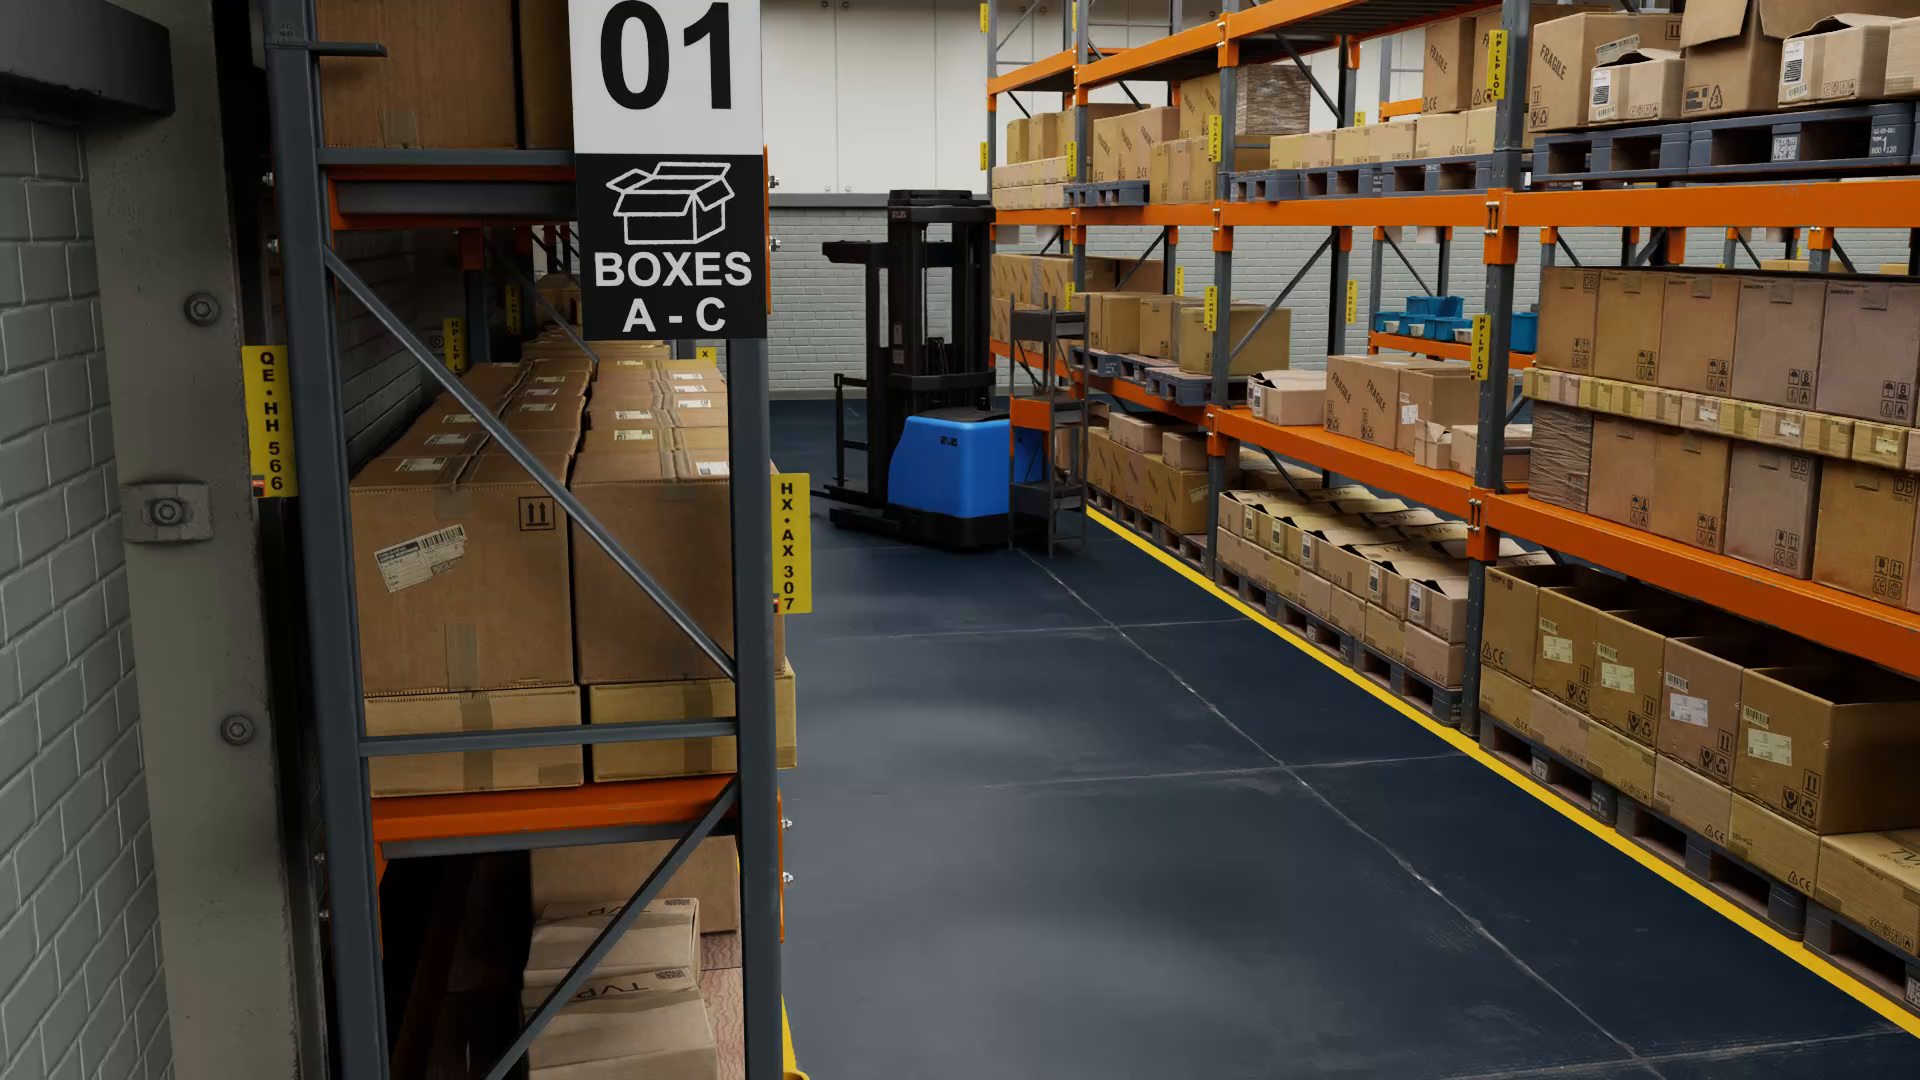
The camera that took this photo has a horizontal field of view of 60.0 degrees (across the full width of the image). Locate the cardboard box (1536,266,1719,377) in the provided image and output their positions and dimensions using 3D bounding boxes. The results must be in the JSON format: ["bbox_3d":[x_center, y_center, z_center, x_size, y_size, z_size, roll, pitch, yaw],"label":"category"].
[{"bbox_3d":[3.248,-1.065,8.035,0.700,0.500,0.500,-2,11,-11],"label":"cardboard box"}]

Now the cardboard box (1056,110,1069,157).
[{"bbox_3d":[1.406,-4.217,17.368,0.700,0.500,0.500,-2,11,-11],"label":"cardboard box"}]

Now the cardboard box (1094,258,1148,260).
[{"bbox_3d":[1.683,-2.659,17.203,0.500,0.500,0.500,-2,11,-13],"label":"cardboard box"}]

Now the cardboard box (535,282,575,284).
[{"bbox_3d":[-3.017,-1.849,12.769,0.500,0.250,0.500,-2,11,-12],"label":"cardboard box"}]

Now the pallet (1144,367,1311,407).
[{"bbox_3d":[2.177,-1.221,13.104,1.213,0.211,1.003,-2,11,-11],"label":"pallet"}]

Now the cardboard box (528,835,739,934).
[{"bbox_3d":[-1.175,1.095,5.930,0.700,0.500,0.500,-3,11,-15],"label":"cardboard box"}]

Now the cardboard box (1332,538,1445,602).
[{"bbox_3d":[2.594,0.158,10.074,0.500,0.311,0.500,-2,11,-11],"label":"cardboard box"}]

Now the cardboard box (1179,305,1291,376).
[{"bbox_3d":[2.145,-1.561,12.983,0.700,0.500,0.500,-6,12,-30],"label":"cardboard box"}]

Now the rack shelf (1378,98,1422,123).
[{"bbox_3d":[6.070,-4.871,18.714,1.077,0.370,4.000,-2,11,-11],"label":"rack shelf"}]

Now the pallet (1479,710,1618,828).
[{"bbox_3d":[3.269,1.057,8.078,1.003,0.211,1.213,-2,11,-11],"label":"pallet"}]

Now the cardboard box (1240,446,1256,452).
[{"bbox_3d":[2.263,-0.559,14.622,0.500,0.500,0.500,-3,11,-13],"label":"cardboard box"}]

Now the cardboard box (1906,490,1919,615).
[{"bbox_3d":[3.749,0.042,5.685,0.700,0.500,0.500,-2,11,-10],"label":"cardboard box"}]

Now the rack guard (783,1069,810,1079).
[{"bbox_3d":[-0.939,1.668,4.094,1.175,0.500,0.348,-2,11,-11],"label":"rack guard"}]

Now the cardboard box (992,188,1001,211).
[{"bbox_3d":[0.672,-3.957,19.345,0.500,0.250,0.500,-2,11,-11],"label":"cardboard box"}]

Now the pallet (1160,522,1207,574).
[{"bbox_3d":[2.270,0.038,13.434,1.003,0.211,1.213,-2,11,-11],"label":"pallet"}]

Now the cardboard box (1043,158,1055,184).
[{"bbox_3d":[1.145,-3.744,16.887,0.500,0.250,0.500,-2,11,-11],"label":"cardboard box"}]

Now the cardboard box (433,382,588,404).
[{"bbox_3d":[-1.628,-0.303,6.110,0.500,0.500,0.500,-2,11,-9],"label":"cardboard box"}]

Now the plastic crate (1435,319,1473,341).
[{"bbox_3d":[5.721,-2.434,19.249,0.416,0.233,0.300,-2,11,-11],"label":"plastic crate"}]

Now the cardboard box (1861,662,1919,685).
[{"bbox_3d":[3.839,0.760,6.405,0.500,0.500,0.500,-2,11,-11],"label":"cardboard box"}]

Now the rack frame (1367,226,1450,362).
[{"bbox_3d":[5.681,-2.840,21.098,1.000,3.000,0.127,-2,11,-11],"label":"rack frame"}]

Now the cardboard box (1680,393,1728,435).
[{"bbox_3d":[3.273,-0.535,6.985,0.380,0.149,0.250,-2,11,-13],"label":"cardboard box"}]

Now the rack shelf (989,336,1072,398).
[{"bbox_3d":[1.211,-1.941,18.295,1.077,0.370,4.000,-2,11,-11],"label":"rack shelf"}]

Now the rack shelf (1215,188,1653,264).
[{"bbox_3d":[2.767,-1.947,10.306,1.077,0.370,4.000,-2,11,-11],"label":"rack shelf"}]

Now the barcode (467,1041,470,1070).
[{"bbox_3d":[-1.367,1.436,4.622,0.001,0.075,0.075,-2,11,-11],"label":"barcode"}]

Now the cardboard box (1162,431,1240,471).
[{"bbox_3d":[1.951,-0.723,13.478,0.500,0.250,0.500,-2,11,-9],"label":"cardboard box"}]

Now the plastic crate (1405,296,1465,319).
[{"bbox_3d":[5.930,-2.833,20.802,0.616,0.435,0.499,-2,11,-11],"label":"plastic crate"}]

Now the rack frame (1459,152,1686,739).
[{"bbox_3d":[3.156,-0.460,8.592,1.000,3.000,0.127,-2,11,-11],"label":"rack frame"}]

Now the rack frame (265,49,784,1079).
[{"bbox_3d":[-0.925,0.454,3.787,1.000,3.000,0.127,-2,11,-11],"label":"rack frame"}]

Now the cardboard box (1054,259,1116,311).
[{"bbox_3d":[1.248,-2.551,16.636,0.500,0.500,0.500,-2,11,-11],"label":"cardboard box"}]

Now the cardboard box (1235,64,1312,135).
[{"bbox_3d":[2.299,-3.288,12.484,0.500,0.500,0.500,-2,11,-11],"label":"cardboard box"}]

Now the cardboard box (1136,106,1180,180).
[{"bbox_3d":[1.888,-3.366,14.178,0.600,0.600,0.600,-3,11,-13],"label":"cardboard box"}]

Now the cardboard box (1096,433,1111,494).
[{"bbox_3d":[1.570,-0.721,15.469,0.500,0.500,0.500,-2,11,-10],"label":"cardboard box"}]

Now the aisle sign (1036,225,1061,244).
[{"bbox_3d":[1.109,-3.962,20.036,0.394,0.787,0.004,-2,11,-11],"label":"aisle sign"}]

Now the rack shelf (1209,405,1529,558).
[{"bbox_3d":[2.767,-0.474,10.586,1.077,0.370,4.000,-2,11,-11],"label":"rack shelf"}]

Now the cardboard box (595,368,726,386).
[{"bbox_3d":[-1.205,-0.417,6.707,0.500,0.500,0.500,-2,11,-11],"label":"cardboard box"}]

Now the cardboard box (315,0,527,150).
[{"bbox_3d":[-1.254,-1.146,3.849,0.500,0.500,0.500,-1,11,-7],"label":"cardboard box"}]

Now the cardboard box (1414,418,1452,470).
[{"bbox_3d":[2.805,-0.549,9.416,0.396,0.266,0.258,-2,11,-12],"label":"cardboard box"}]

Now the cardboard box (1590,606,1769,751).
[{"bbox_3d":[3.134,0.596,7.269,0.500,0.500,0.500,-2,11,-11],"label":"cardboard box"}]

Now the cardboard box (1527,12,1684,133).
[{"bbox_3d":[2.995,-2.156,7.714,0.500,0.500,0.500,-1,11,-6],"label":"cardboard box"}]

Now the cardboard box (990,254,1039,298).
[{"bbox_3d":[0.650,-3.110,19.574,0.500,0.500,0.500,-2,11,-9],"label":"cardboard box"}]

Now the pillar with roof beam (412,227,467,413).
[{"bbox_3d":[1.147,-3.847,10.340,9.100,9.000,0.400,-2,11,-11],"label":"pillar with roof beam"}]

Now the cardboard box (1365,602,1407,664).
[{"bbox_3d":[2.694,0.526,9.642,0.500,0.250,0.500,-2,11,-12],"label":"cardboard box"}]

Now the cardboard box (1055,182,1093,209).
[{"bbox_3d":[1.244,-3.407,16.452,0.500,0.250,0.500,-2,11,-11],"label":"cardboard box"}]

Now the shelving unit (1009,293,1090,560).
[{"bbox_3d":[0.717,-0.934,13.487,0.431,2.100,0.503,-9,14,-39],"label":"shelving unit"}]

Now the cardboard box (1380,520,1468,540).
[{"bbox_3d":[3.020,0.042,10.684,0.500,0.311,0.500,-2,11,-9],"label":"cardboard box"}]

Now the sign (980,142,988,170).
[{"bbox_3d":[0.290,-4.544,19.689,0.100,0.325,0.005,-2,11,-11],"label":"sign"}]

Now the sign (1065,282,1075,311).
[{"bbox_3d":[1.069,-2.332,16.109,0.100,0.325,0.005,-2,11,-11],"label":"sign"}]

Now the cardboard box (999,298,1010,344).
[{"bbox_3d":[0.755,-2.525,19.172,0.500,0.500,0.500,-2,11,-12],"label":"cardboard box"}]

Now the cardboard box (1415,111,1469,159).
[{"bbox_3d":[2.936,-2.280,9.410,0.500,0.250,0.500,-3,11,-17],"label":"cardboard box"}]

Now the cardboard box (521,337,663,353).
[{"bbox_3d":[-2.028,-0.862,9.256,0.700,0.500,0.500,-1,11,-3],"label":"cardboard box"}]

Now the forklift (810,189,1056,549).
[{"bbox_3d":[-0.511,-1.584,14.681,1.130,2.935,3.031,-9,14,-39],"label":"forklift"}]

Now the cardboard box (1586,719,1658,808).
[{"bbox_3d":[3.133,0.964,7.339,0.500,0.250,0.500,-2,11,-11],"label":"cardboard box"}]

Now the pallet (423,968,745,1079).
[{"bbox_3d":[-1.063,1.660,4.911,1.003,0.211,1.213,-2,11,-11],"label":"pallet"}]

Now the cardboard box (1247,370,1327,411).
[{"bbox_3d":[2.406,-1.082,12.096,0.500,0.311,0.500,-1,11,-7],"label":"cardboard box"}]
